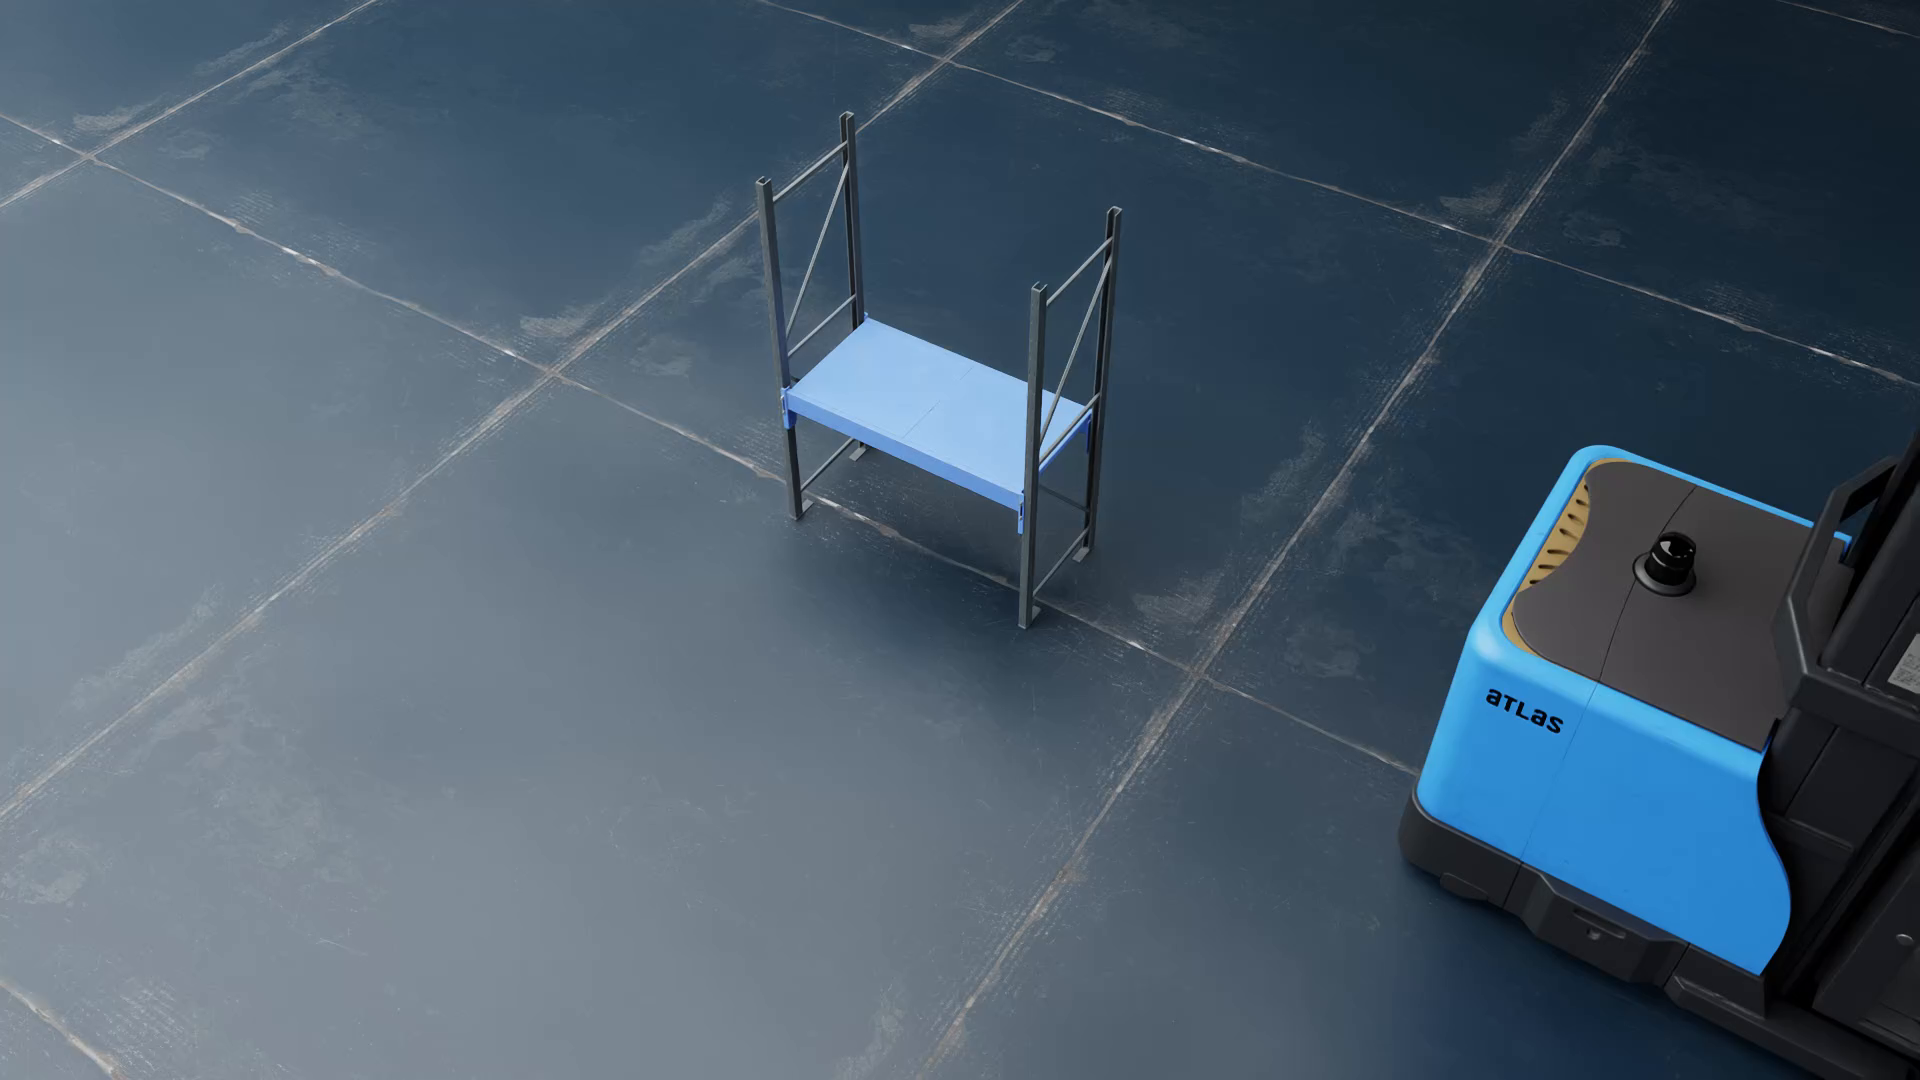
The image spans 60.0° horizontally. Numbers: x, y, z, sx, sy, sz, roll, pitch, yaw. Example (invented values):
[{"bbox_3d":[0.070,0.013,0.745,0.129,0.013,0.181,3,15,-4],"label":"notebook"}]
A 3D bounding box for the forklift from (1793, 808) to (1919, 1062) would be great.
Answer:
[{"bbox_3d":[2.885,0.287,3.927,3.031,2.935,1.121,25,51,23],"label":"forklift"}]

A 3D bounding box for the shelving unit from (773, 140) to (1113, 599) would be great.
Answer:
[{"bbox_3d":[-0.072,-0.556,5.744,1.030,1.308,0.538,25,51,22],"label":"shelving unit"}]

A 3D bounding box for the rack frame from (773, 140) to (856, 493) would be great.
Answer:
[{"bbox_3d":[-0.501,-0.752,5.934,0.013,1.308,0.475,25,51,22],"label":"rack frame"}]

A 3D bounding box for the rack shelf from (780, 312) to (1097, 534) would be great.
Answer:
[{"bbox_3d":[-0.072,-0.430,5.873,1.000,0.185,0.538,25,51,22],"label":"rack shelf"}]

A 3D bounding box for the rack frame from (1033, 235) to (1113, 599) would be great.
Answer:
[{"bbox_3d":[0.355,-0.358,5.552,0.013,1.308,0.475,25,51,22],"label":"rack frame"}]
